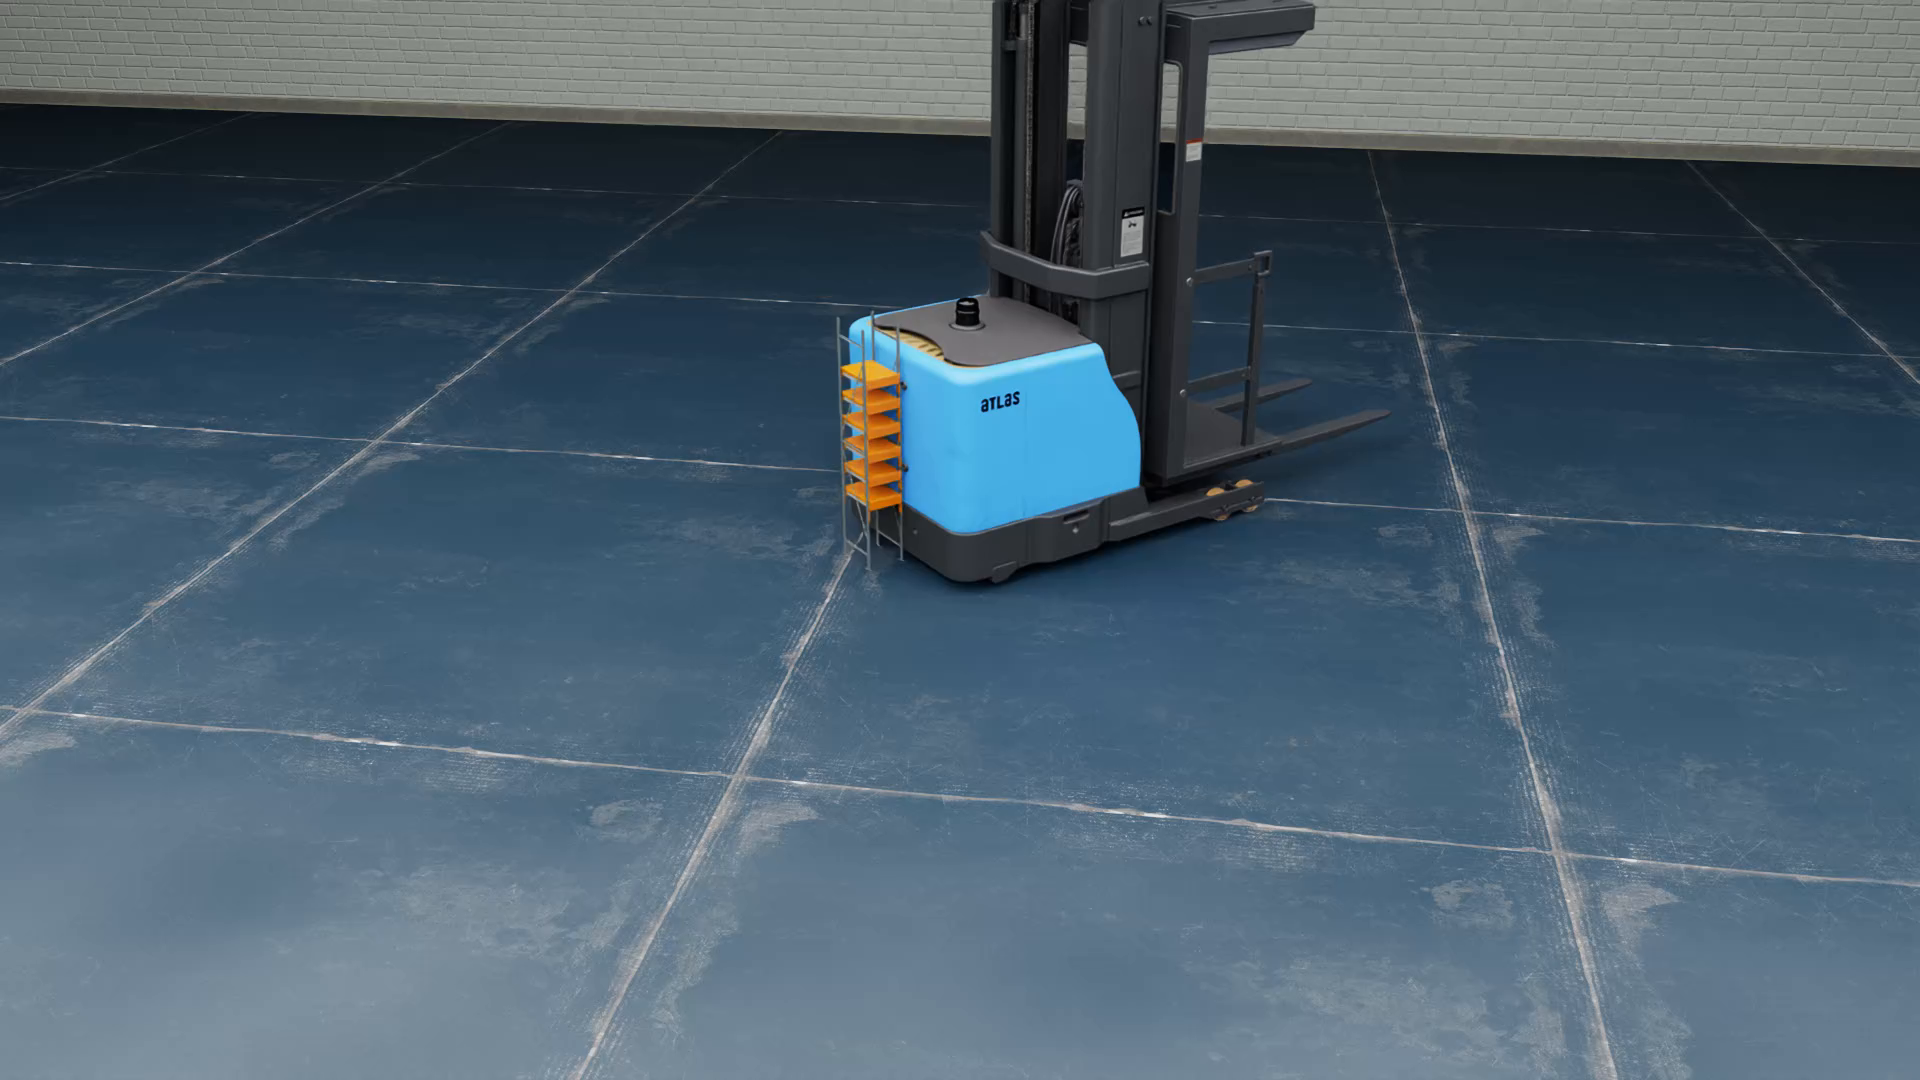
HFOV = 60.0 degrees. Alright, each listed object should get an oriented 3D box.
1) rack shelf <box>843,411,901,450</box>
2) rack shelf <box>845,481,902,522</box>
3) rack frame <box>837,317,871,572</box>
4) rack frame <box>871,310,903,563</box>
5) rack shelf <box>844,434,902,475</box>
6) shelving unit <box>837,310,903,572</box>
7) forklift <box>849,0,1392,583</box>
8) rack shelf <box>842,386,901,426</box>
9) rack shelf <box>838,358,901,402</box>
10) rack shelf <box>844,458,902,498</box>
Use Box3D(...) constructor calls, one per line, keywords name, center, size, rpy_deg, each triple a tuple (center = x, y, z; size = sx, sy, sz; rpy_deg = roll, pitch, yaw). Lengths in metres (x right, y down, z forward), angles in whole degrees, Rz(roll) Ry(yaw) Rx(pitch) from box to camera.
Box3D(name="rack shelf", center=(-0.419, -0.522, 7.772), size=(0.180, 0.103, 0.258), rpy_deg=(-16, 29, -30))
Box3D(name="rack shelf", center=(-0.419, -0.196, 7.925), size=(0.180, 0.103, 0.258), rpy_deg=(-16, 29, -30))
Box3D(name="rack frame", center=(-0.495, -0.432, 7.758), size=(0.006, 1.200, 0.240), rpy_deg=(-16, 29, -30))
Box3D(name="rack frame", center=(-0.343, -0.475, 7.851), size=(0.006, 1.200, 0.240), rpy_deg=(-16, 29, -30))
Box3D(name="rack shelf", center=(-0.419, -0.414, 7.823), size=(0.180, 0.103, 0.258), rpy_deg=(-16, 29, -30))
Box3D(name="shelving unit", center=(-0.419, -0.454, 7.804), size=(0.189, 1.200, 0.258), rpy_deg=(-16, 29, -30))
Box3D(name="forklift", center=(0.960, -1.593, 8.197), size=(3.031, 2.935, 1.130), rpy_deg=(-16, 29, -30))
Box3D(name="rack shelf", center=(-0.419, -0.631, 7.721), size=(0.180, 0.103, 0.258), rpy_deg=(-16, 29, -30))
Box3D(name="rack shelf", center=(-0.419, -0.740, 7.670), size=(0.180, 0.103, 0.258), rpy_deg=(-16, 29, -30))
Box3D(name="rack shelf", center=(-0.419, -0.305, 7.874), size=(0.180, 0.103, 0.258), rpy_deg=(-16, 29, -30))
